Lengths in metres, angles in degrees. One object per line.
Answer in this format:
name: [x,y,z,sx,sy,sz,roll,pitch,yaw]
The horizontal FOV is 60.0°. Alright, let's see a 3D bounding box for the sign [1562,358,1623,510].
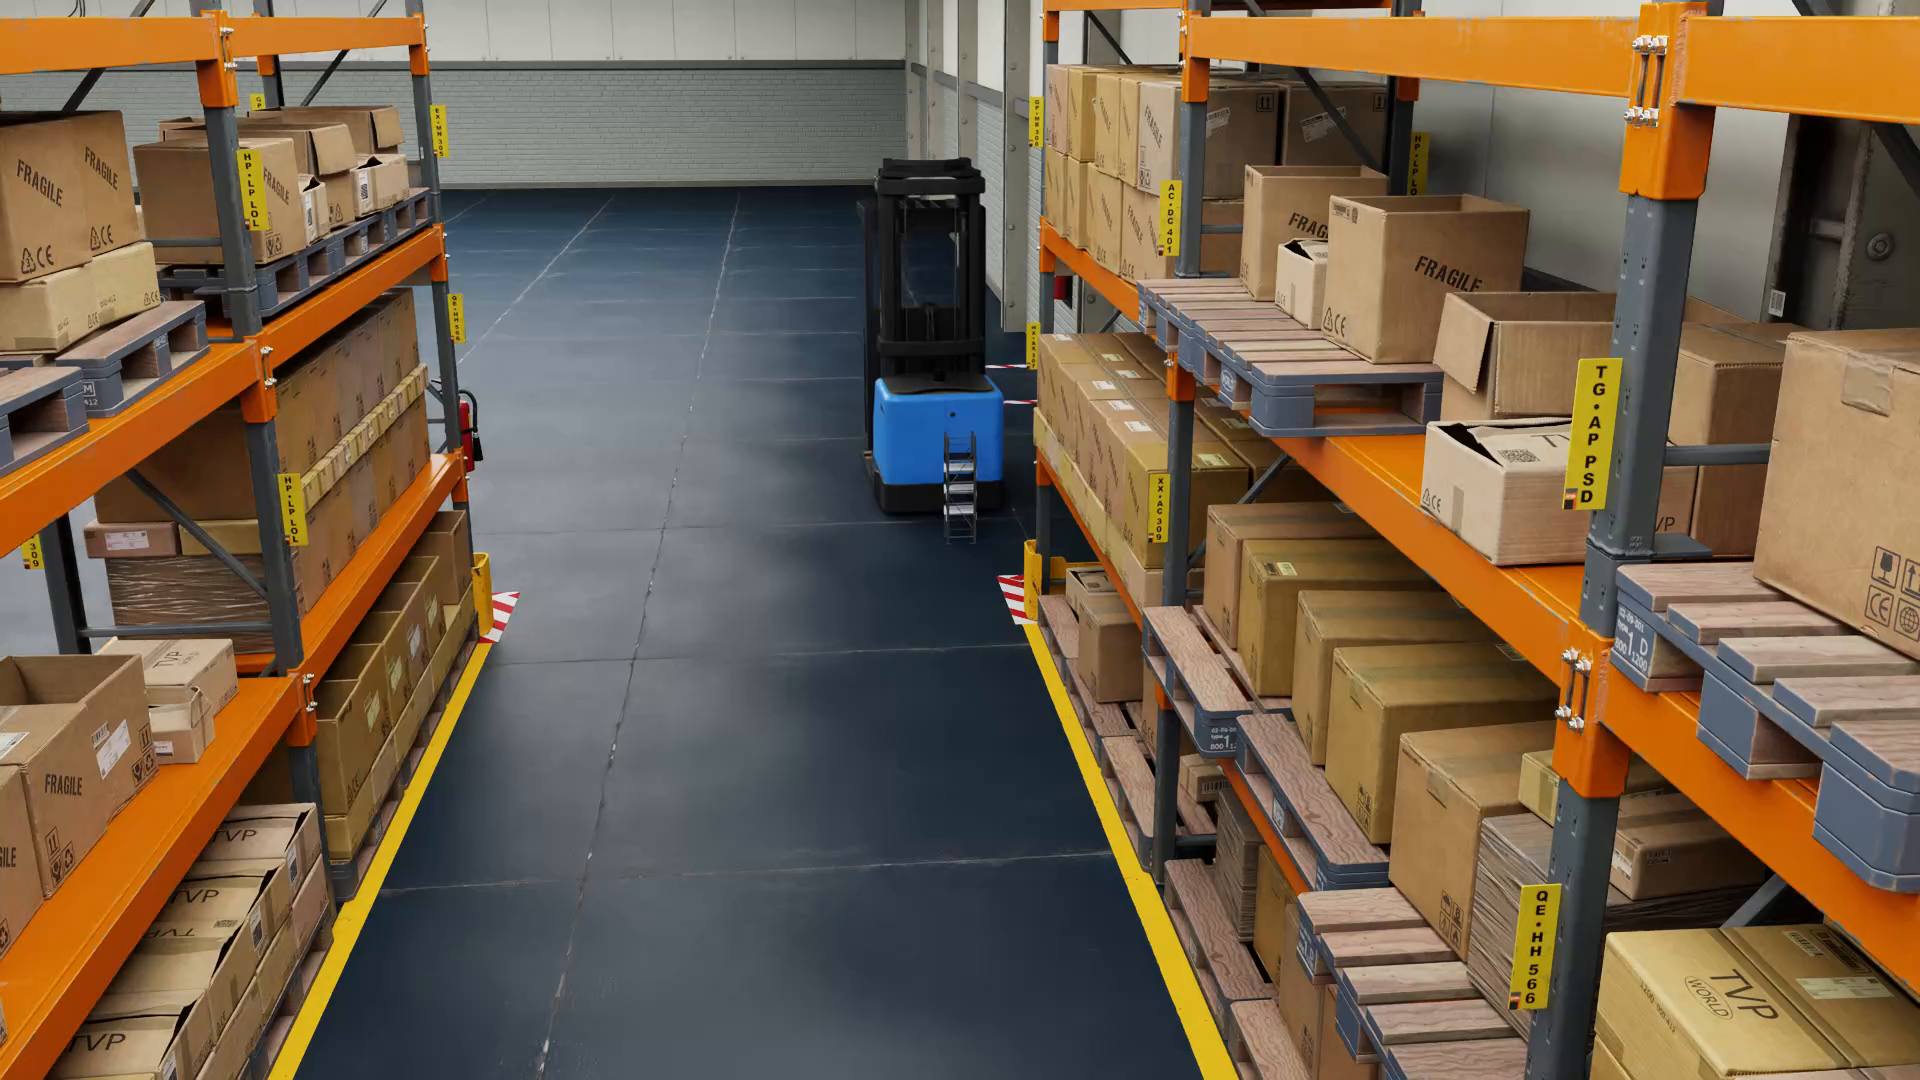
sign: [1.335,-0.221,3.502,0.100,0.325,0.005,-2,18,-6]

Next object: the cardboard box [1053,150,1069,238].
cardboard box: [0.855,-2.163,10.350,0.500,0.500,0.500,-1,17,-2]

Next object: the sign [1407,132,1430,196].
sign: [2.014,-1.635,7.349,0.100,0.325,0.005,-2,18,-6]

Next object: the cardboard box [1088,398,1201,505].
cardboard box: [1.007,-0.477,9.154,0.500,0.500,0.500,-2,18,-7]

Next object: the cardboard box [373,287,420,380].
cardboard box: [-3.836,-1.300,10.478,0.700,0.500,0.500,-2,18,-5]

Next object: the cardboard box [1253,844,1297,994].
cardboard box: [1.658,1.603,7.003,0.700,0.500,0.500,-2,18,-7]

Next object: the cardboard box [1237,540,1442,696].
cardboard box: [1.531,0.311,6.778,0.700,0.500,0.500,0,17,0]

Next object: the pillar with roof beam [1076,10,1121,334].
pillar with roof beam: [-2.919,-5.278,15.465,9.100,9.000,0.400,-2,18,-6]

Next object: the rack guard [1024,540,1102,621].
rack guard: [1.057,0.272,11.975,1.175,0.500,0.348,-2,18,-6]

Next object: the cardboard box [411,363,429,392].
cardboard box: [-3.648,-1.038,10.726,0.380,0.149,0.250,-2,18,-7]

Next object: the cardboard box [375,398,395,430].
cardboard box: [-3.542,-0.731,9.747,0.380,0.149,0.250,-1,17,-4]

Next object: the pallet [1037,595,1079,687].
pallet: [1.106,0.653,11.244,1.003,0.211,1.213,-2,18,-6]

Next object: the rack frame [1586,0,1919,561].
rack frame: [1.875,-1.422,3.182,1.000,3.000,0.127,-2,18,-6]

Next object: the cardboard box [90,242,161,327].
cardboard box: [-3.411,-0.973,6.310,0.500,0.250,0.500,0,17,0]

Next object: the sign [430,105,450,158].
sign: [-3.336,-2.617,10.652,0.100,0.325,0.005,-2,18,-6]

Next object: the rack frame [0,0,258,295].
rack frame: [-3.465,-2.459,6.487,1.000,3.000,0.127,-2,18,-6]

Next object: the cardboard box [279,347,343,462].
cardboard box: [-3.621,-0.695,8.551,0.700,0.500,0.500,-2,18,-6]

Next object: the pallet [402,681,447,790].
pallet: [-3.634,1.131,9.722,1.003,0.211,1.213,-2,18,-6]

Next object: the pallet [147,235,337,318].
pallet: [-3.579,-1.239,7.756,1.003,0.211,1.213,-2,18,-6]

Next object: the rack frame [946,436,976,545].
rack frame: [0.011,-0.397,13.438,0.240,0.900,0.006,-2,18,-6]

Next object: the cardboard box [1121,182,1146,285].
cardboard box: [1.125,-1.533,8.345,0.500,0.500,0.500,-3,18,-10]

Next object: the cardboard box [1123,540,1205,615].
cardboard box: [1.112,0.179,8.316,0.500,0.250,0.500,-2,18,-6]

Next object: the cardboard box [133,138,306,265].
cardboard box: [-3.254,-1.501,7.341,0.500,0.500,0.500,0,17,-1]

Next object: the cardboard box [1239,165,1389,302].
cardboard box: [1.439,-1.265,6.823,0.500,0.500,0.500,1,17,2]

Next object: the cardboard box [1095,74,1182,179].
cardboard box: [1.009,-2.176,8.722,0.500,0.500,0.500,-2,18,-8]

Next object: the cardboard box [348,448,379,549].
cardboard box: [-3.680,-0.236,9.253,0.700,0.500,0.500,-1,17,-4]

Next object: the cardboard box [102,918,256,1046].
cardboard box: [-3.029,1.662,6.327,0.500,0.311,0.500,-2,18,-6]

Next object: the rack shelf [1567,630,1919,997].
rack shelf: [2.081,0.949,1.841,1.077,0.370,4.000,-2,18,-6]

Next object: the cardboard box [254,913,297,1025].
cardboard box: [-3.083,1.780,6.889,0.500,0.250,0.500,-2,18,-6]

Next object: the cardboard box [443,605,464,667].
cardboard box: [-3.465,0.622,10.577,0.500,0.250,0.500,-2,18,-6]

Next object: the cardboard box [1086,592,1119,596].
cardboard box: [1.090,0.509,10.803,0.500,0.311,0.500,0,17,-1]

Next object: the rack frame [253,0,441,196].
rack frame: [-3.877,-3.651,10.283,1.000,3.000,0.127,-2,18,-6]

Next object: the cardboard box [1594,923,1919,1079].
cardboard box: [1.668,1.035,3.422,0.500,0.250,0.500,-1,17,-4]

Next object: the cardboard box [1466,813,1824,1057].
cardboard box: [1.816,1.043,4.445,0.700,0.500,0.500,-4,18,-12]

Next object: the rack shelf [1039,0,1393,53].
rack shelf: [1.256,-2.864,8.984,1.077,0.370,4.000,-2,18,-6]

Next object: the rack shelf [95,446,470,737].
rack shelf: [-3.671,0.150,9.391,1.077,0.370,4.000,-2,18,-6]

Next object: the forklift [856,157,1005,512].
forklift: [-0.350,-2.033,15.259,1.130,2.935,3.031,-3,18,-8]

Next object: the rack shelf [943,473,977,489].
rack shelf: [0.001,-0.481,13.518,0.258,0.077,0.200,-2,18,-6]

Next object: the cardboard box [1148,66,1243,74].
cardboard box: [1.421,-2.626,10.156,0.500,0.500,0.500,-1,17,-2]

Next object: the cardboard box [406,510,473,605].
cardboard box: [-3.526,0.116,10.939,0.500,0.500,0.500,-2,18,-6]

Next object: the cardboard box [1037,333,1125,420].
cardboard box: [0.800,-1.087,11.097,0.500,0.500,0.500,-2,18,-6]

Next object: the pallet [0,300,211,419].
pallet: [-3.361,-0.674,6.129,0.805,0.209,1.217,-2,18,-8]

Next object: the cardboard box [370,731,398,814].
cardboard box: [-3.258,1.218,8.679,0.500,0.250,0.500,-2,18,-6]

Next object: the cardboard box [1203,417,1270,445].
cardboard box: [1.572,-0.348,8.742,0.500,0.500,0.500,-2,18,-6]

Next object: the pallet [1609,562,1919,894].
pallet: [1.994,0.290,3.054,1.213,0.211,1.003,-1,17,-3]

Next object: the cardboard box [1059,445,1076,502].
cardboard box: [0.898,-0.419,10.222,0.500,0.250,0.500,-2,18,-7]

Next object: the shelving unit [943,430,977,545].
shelving unit: [0.001,-0.427,13.535,0.258,0.900,0.210,-2,18,-6]

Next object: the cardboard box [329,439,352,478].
cardboard box: [-3.437,-0.424,8.770,0.380,0.149,0.250,-2,18,-7]

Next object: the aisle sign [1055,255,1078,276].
aisle sign: [0.744,-2.195,11.322,0.394,0.787,0.004,-2,18,-6]

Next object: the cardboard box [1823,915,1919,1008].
cardboard box: [2.179,1.011,3.501,0.500,0.250,0.500,-1,17,-4]

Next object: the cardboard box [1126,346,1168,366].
cardboard box: [1.352,-0.954,10.675,0.500,0.500,0.500,-2,17,-5]

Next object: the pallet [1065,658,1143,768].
pallet: [1.229,1.016,10.089,1.003,0.211,1.213,-2,18,-6]

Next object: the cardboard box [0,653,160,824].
cardboard box: [-3.347,0.742,6.140,0.500,0.500,0.500,-1,17,-2]

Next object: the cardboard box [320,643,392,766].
cardboard box: [-3.261,0.860,8.567,0.500,0.500,0.500,-2,18,-6]

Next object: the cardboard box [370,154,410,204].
cardboard box: [-3.496,-2.081,9.604,0.500,0.250,0.500,-2,18,-6]

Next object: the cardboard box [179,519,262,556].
cardboard box: [-3.300,-0.040,7.548,0.380,0.149,0.250,-2,18,-6]
